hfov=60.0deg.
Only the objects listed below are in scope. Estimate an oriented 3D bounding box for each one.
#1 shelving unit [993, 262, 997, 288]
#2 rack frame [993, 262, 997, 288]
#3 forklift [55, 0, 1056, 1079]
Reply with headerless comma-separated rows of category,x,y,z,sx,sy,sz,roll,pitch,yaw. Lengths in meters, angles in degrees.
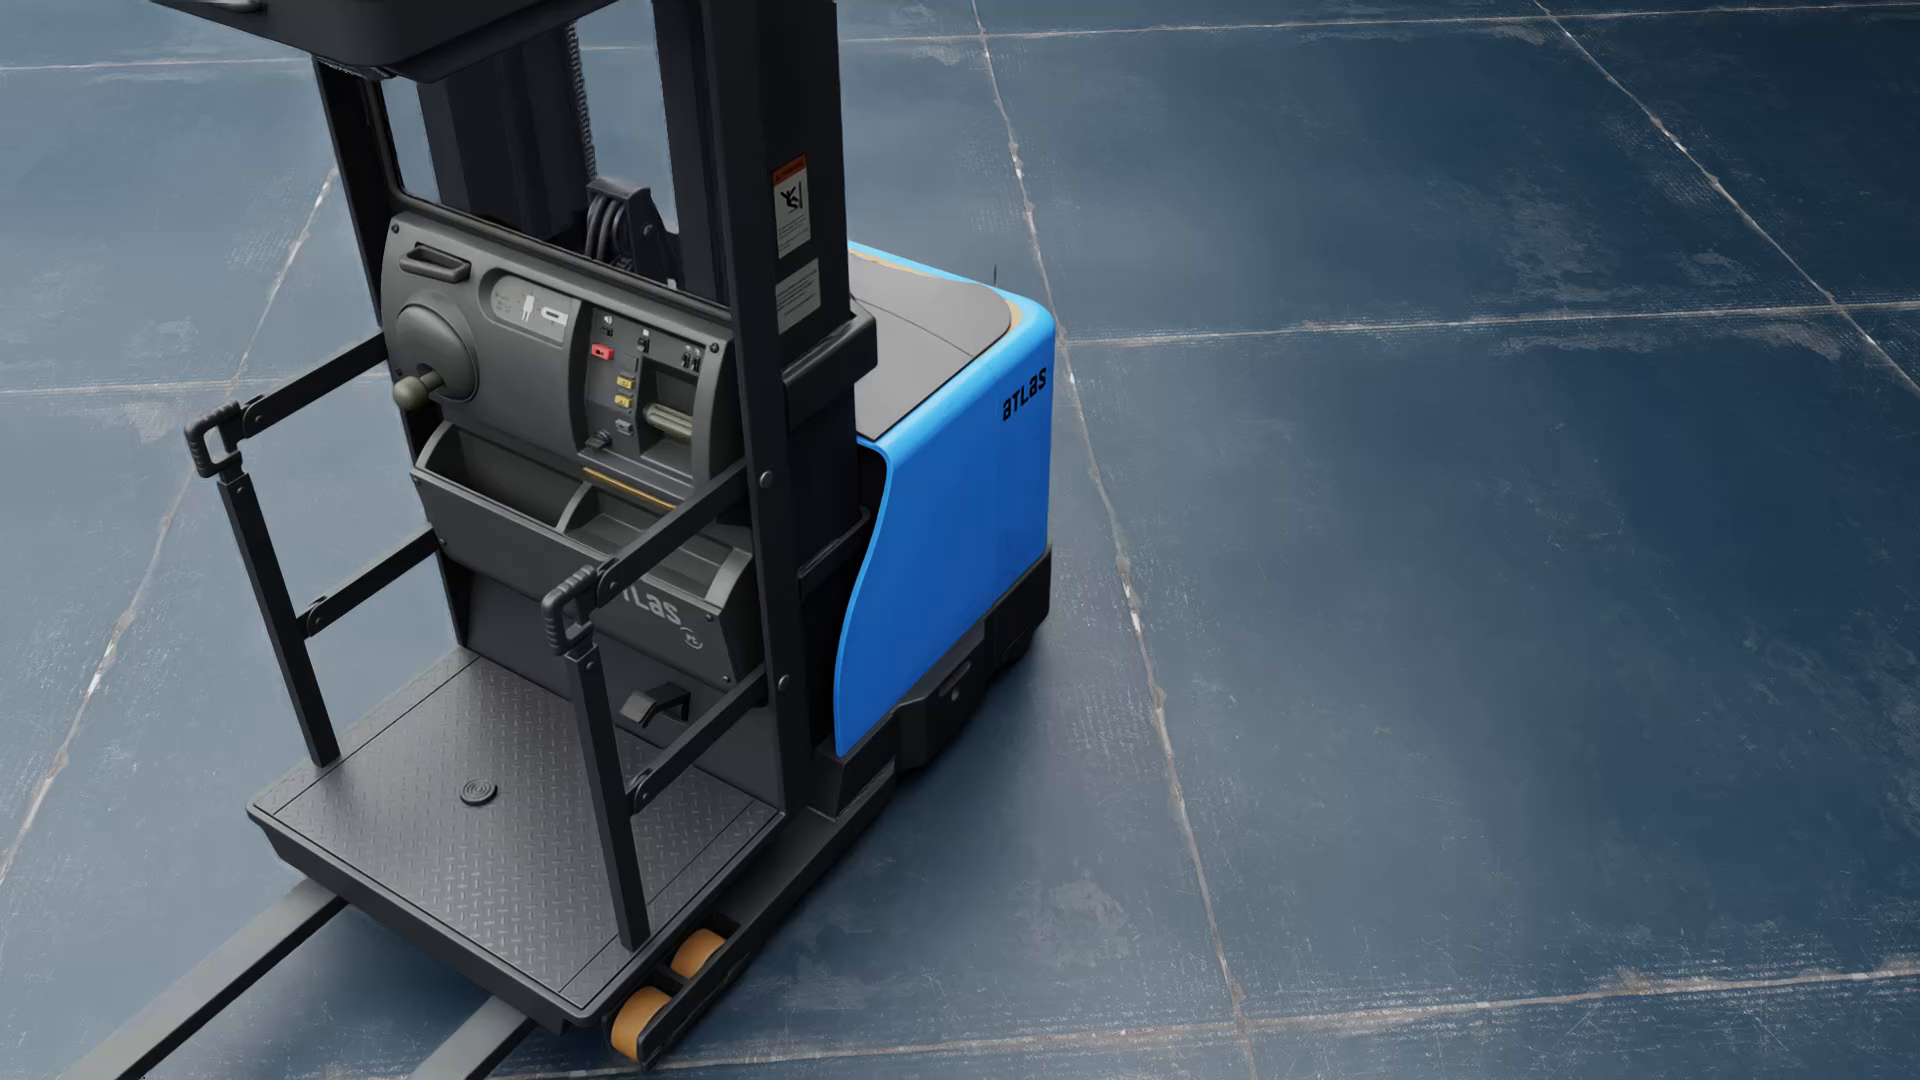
shelving unit,0.011,-0.371,4.994,0.210,0.900,0.258,-3,38,-4
rack frame,0.112,-0.377,5.002,0.006,0.900,0.240,-3,38,-4
forklift,-0.966,-0.311,3.278,1.130,2.935,3.031,22,43,25
